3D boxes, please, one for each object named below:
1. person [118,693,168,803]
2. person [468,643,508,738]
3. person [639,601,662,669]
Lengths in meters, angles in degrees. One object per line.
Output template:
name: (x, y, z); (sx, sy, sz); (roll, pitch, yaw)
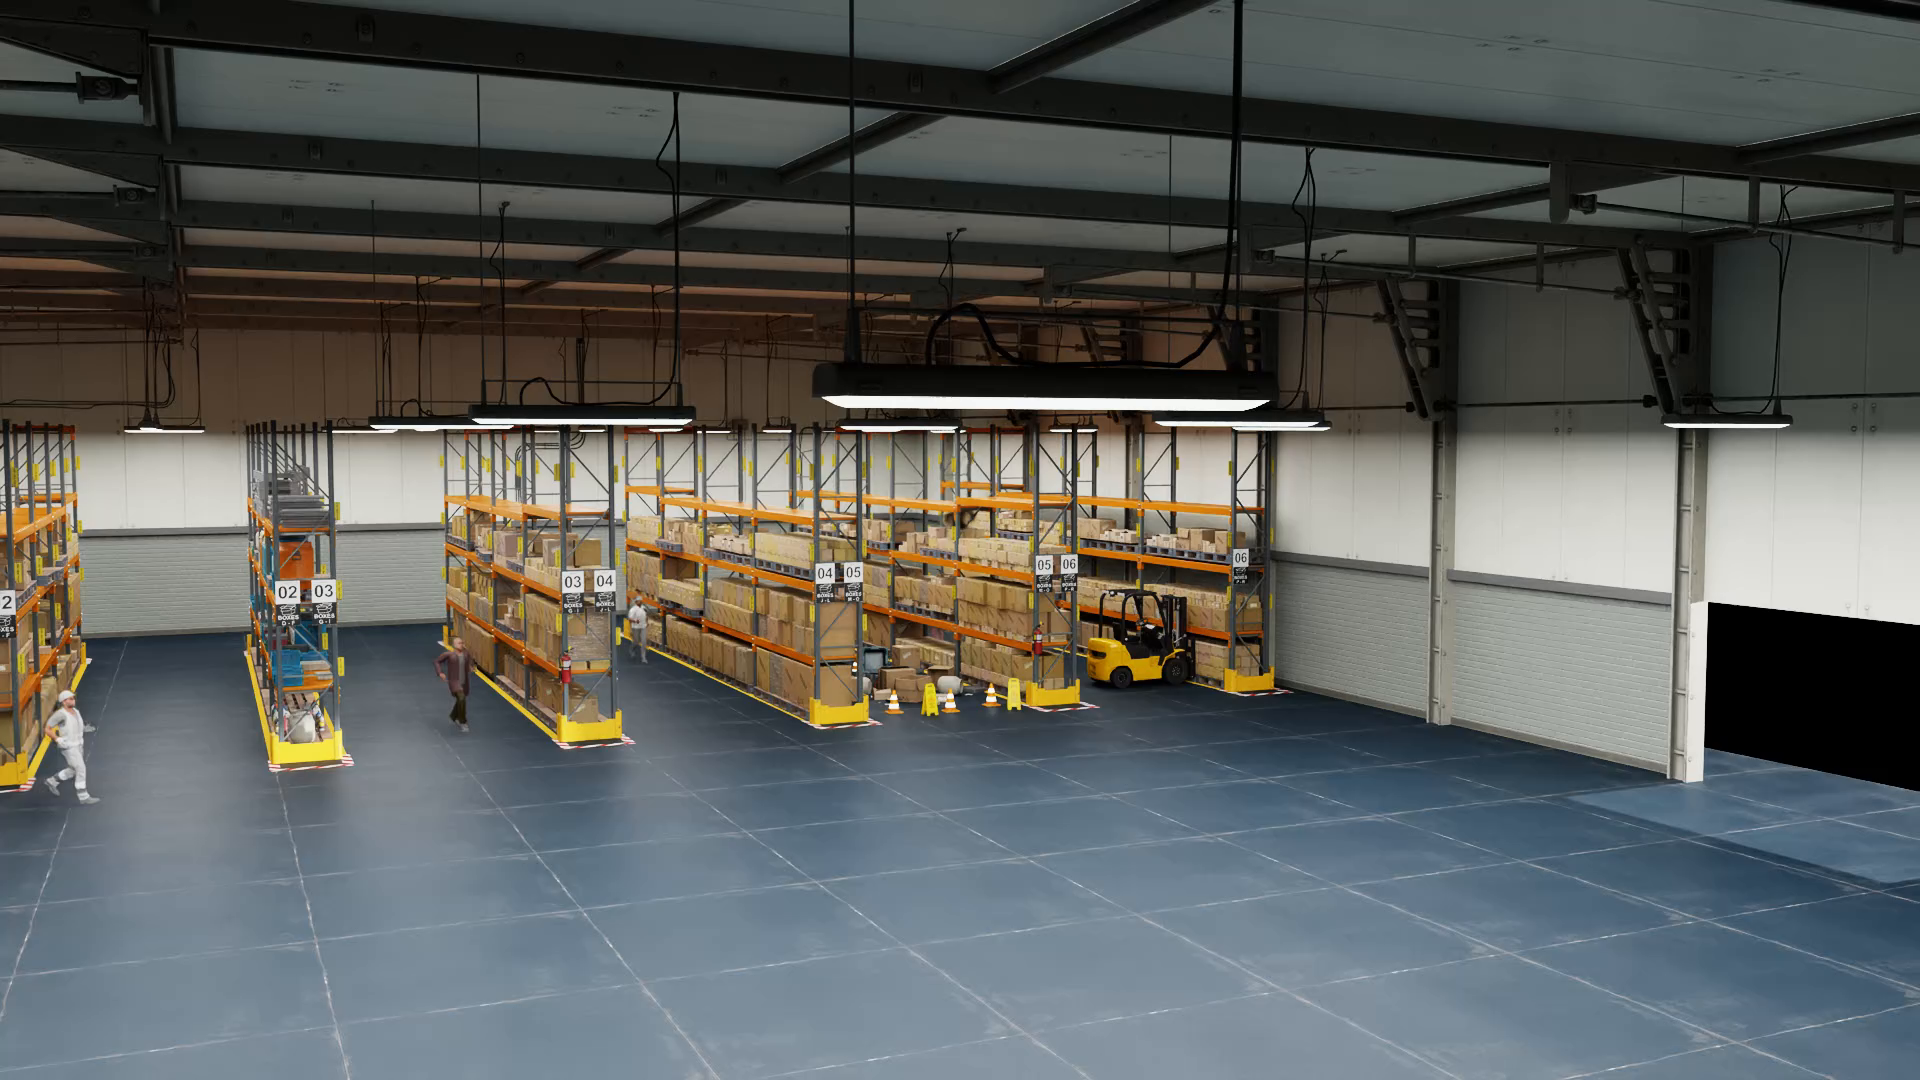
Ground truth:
person: (-12.735, 3.241, 25.886); (0.638, 1.733, 0.644); (0, 4, -2)
person: (-9.010, 2.840, 31.620); (1.060, 1.782, 0.714); (3, 5, 40)
person: (-7.626, 2.328, 41.091); (0.575, 1.651, 0.590); (-2, 4, -28)
